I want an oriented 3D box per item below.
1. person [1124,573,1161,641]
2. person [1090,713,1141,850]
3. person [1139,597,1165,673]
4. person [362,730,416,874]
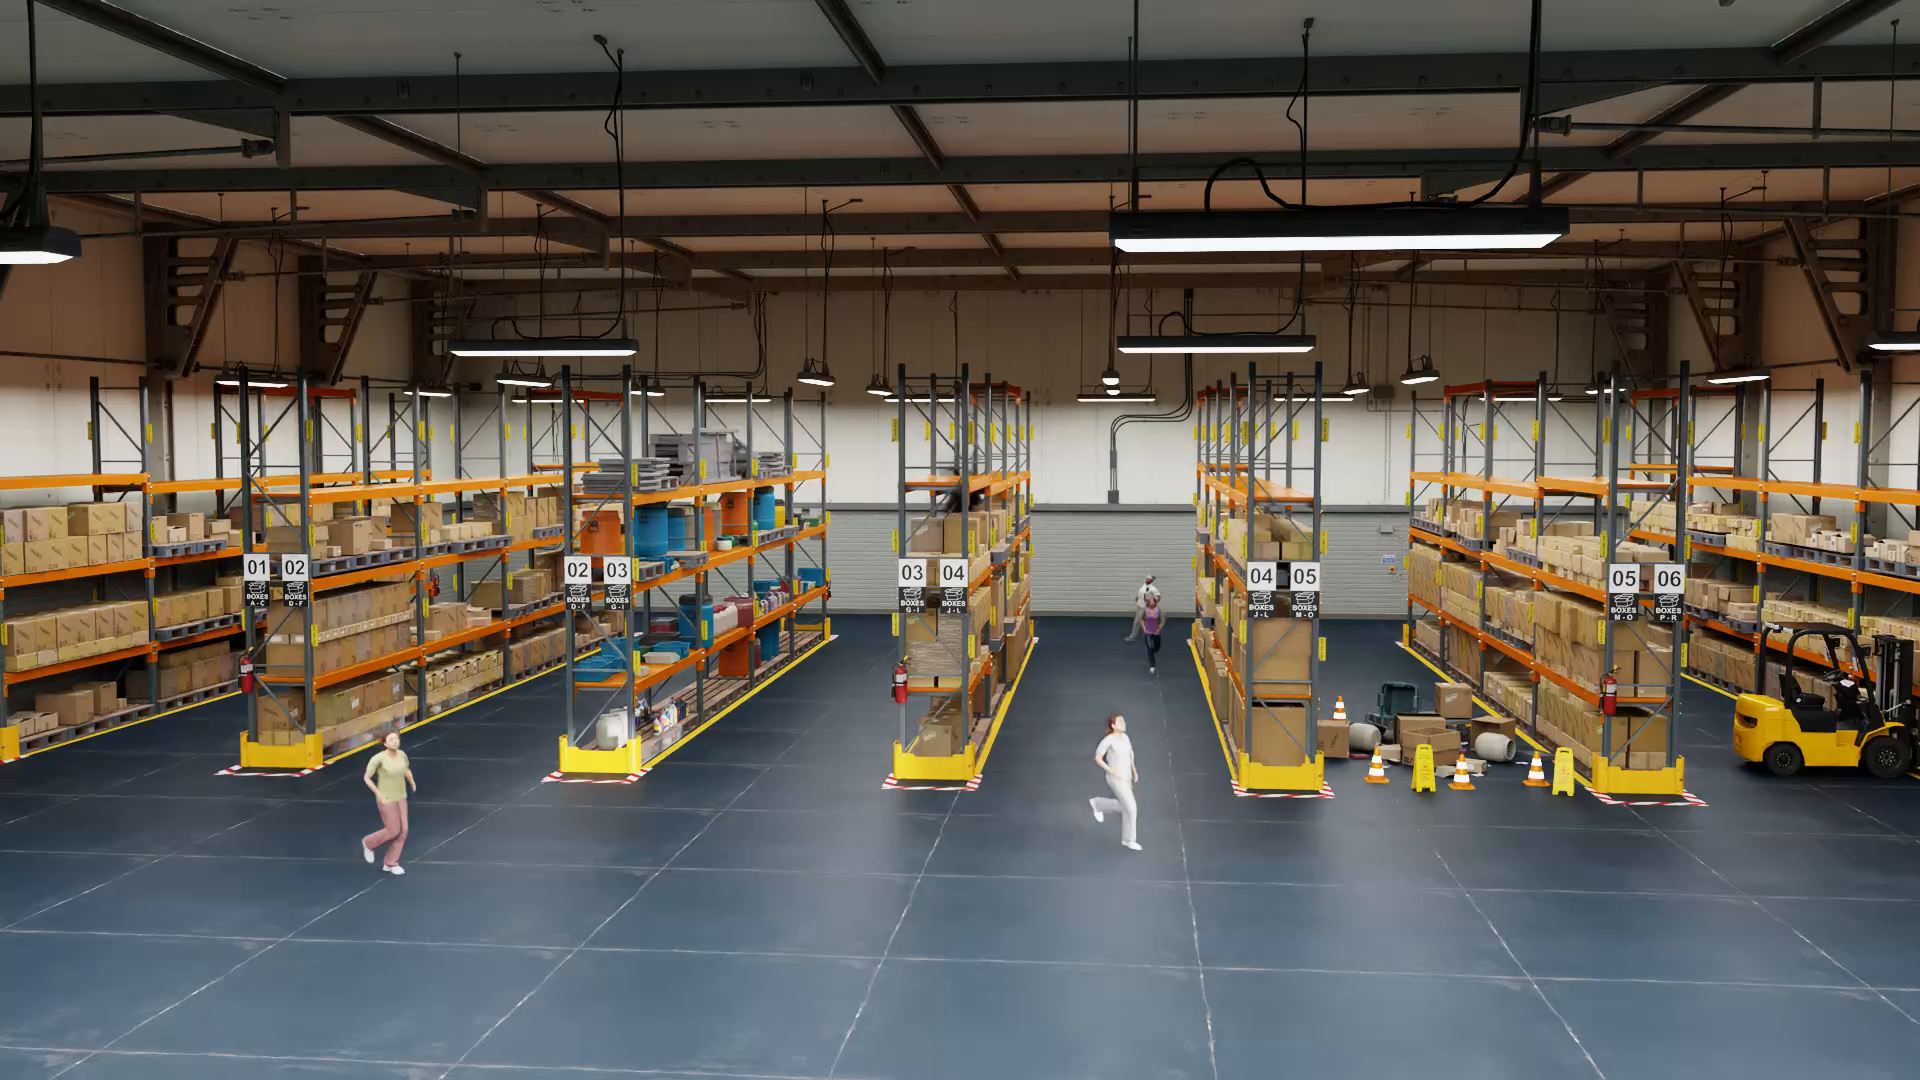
[{"bbox_3d":[4.388,1.610,39.869,0.859,1.628,0.639,-2,4,-26],"label":"person"},{"bbox_3d":[1.891,2.912,20.270,0.825,1.630,0.560,3,5,39],"label":"person"},{"bbox_3d":[4.062,1.988,35.139,0.520,1.578,0.917,0,4,1],"label":"person"},{"bbox_3d":[-6.517,2.974,19.019,0.589,1.639,0.575,3,4,34],"label":"person"}]
